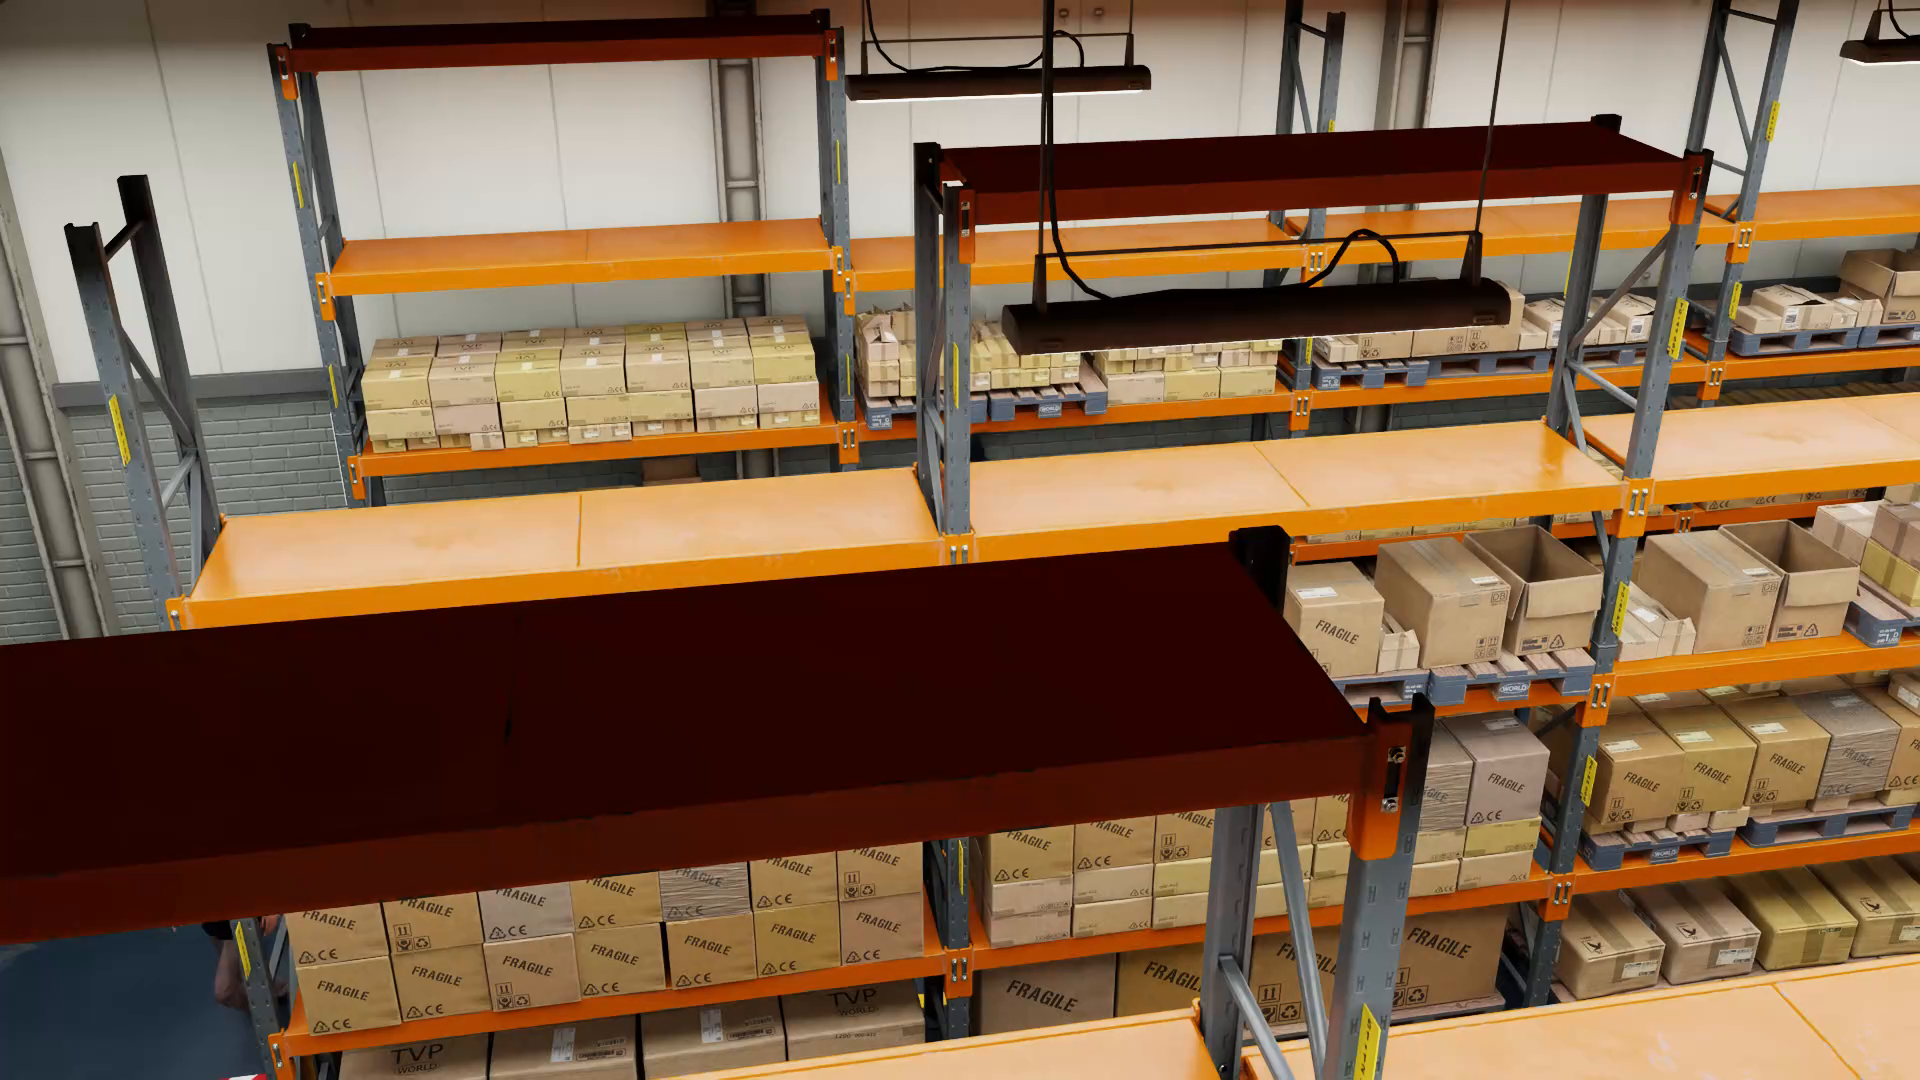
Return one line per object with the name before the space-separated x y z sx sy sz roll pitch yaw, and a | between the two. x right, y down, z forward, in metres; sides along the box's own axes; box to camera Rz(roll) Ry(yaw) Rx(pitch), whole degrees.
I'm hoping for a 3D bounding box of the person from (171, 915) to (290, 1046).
person | -4.825 2.583 10.985 0.664 1.721 0.709 13 28 24
